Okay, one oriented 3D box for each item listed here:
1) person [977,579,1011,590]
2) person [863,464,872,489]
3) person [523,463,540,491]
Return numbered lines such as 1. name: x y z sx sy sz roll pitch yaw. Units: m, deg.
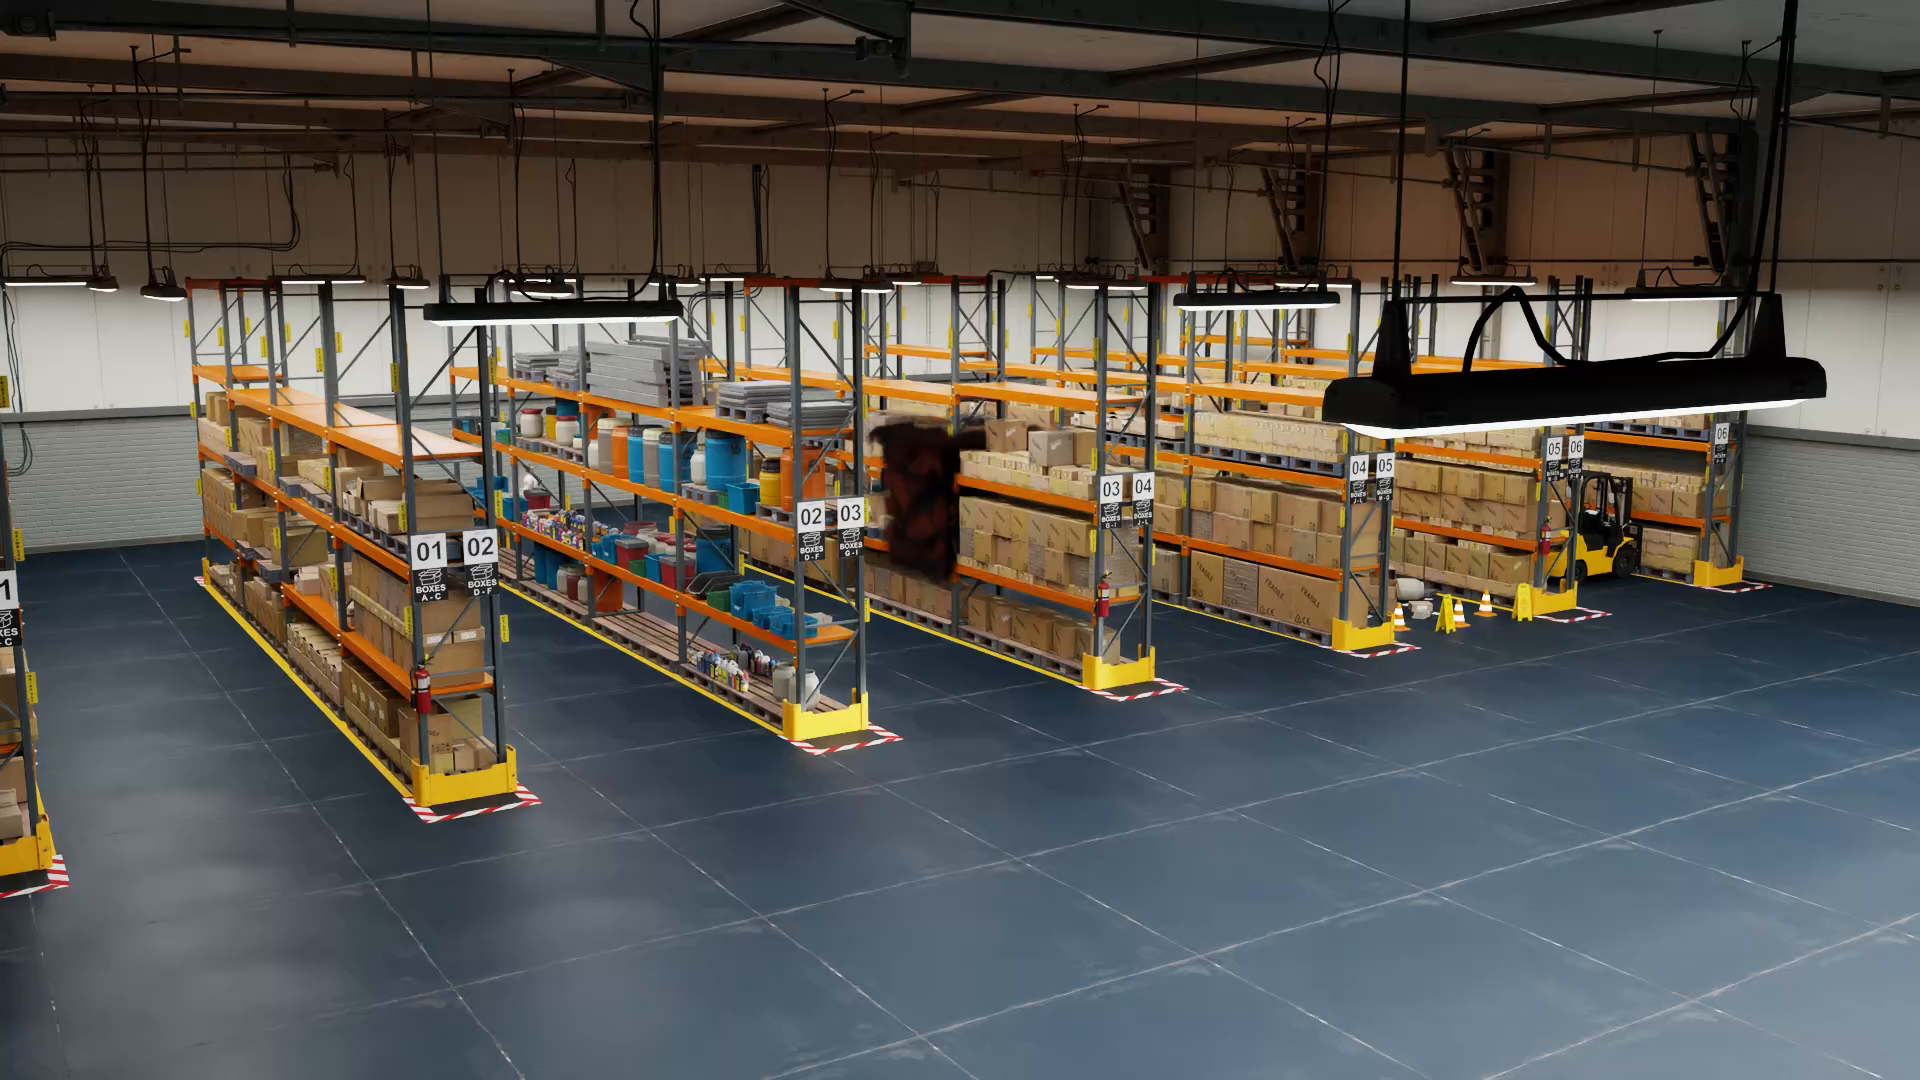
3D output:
1. person: 0.672 0.082 30.841 0.592 1.635 0.913 -5 11 -28
2. person: -2.449 -1.519 41.787 1.085 1.730 0.685 -6 11 -30
3. person: -10.013 -0.961 38.595 0.543 1.669 0.480 -5 11 -29
